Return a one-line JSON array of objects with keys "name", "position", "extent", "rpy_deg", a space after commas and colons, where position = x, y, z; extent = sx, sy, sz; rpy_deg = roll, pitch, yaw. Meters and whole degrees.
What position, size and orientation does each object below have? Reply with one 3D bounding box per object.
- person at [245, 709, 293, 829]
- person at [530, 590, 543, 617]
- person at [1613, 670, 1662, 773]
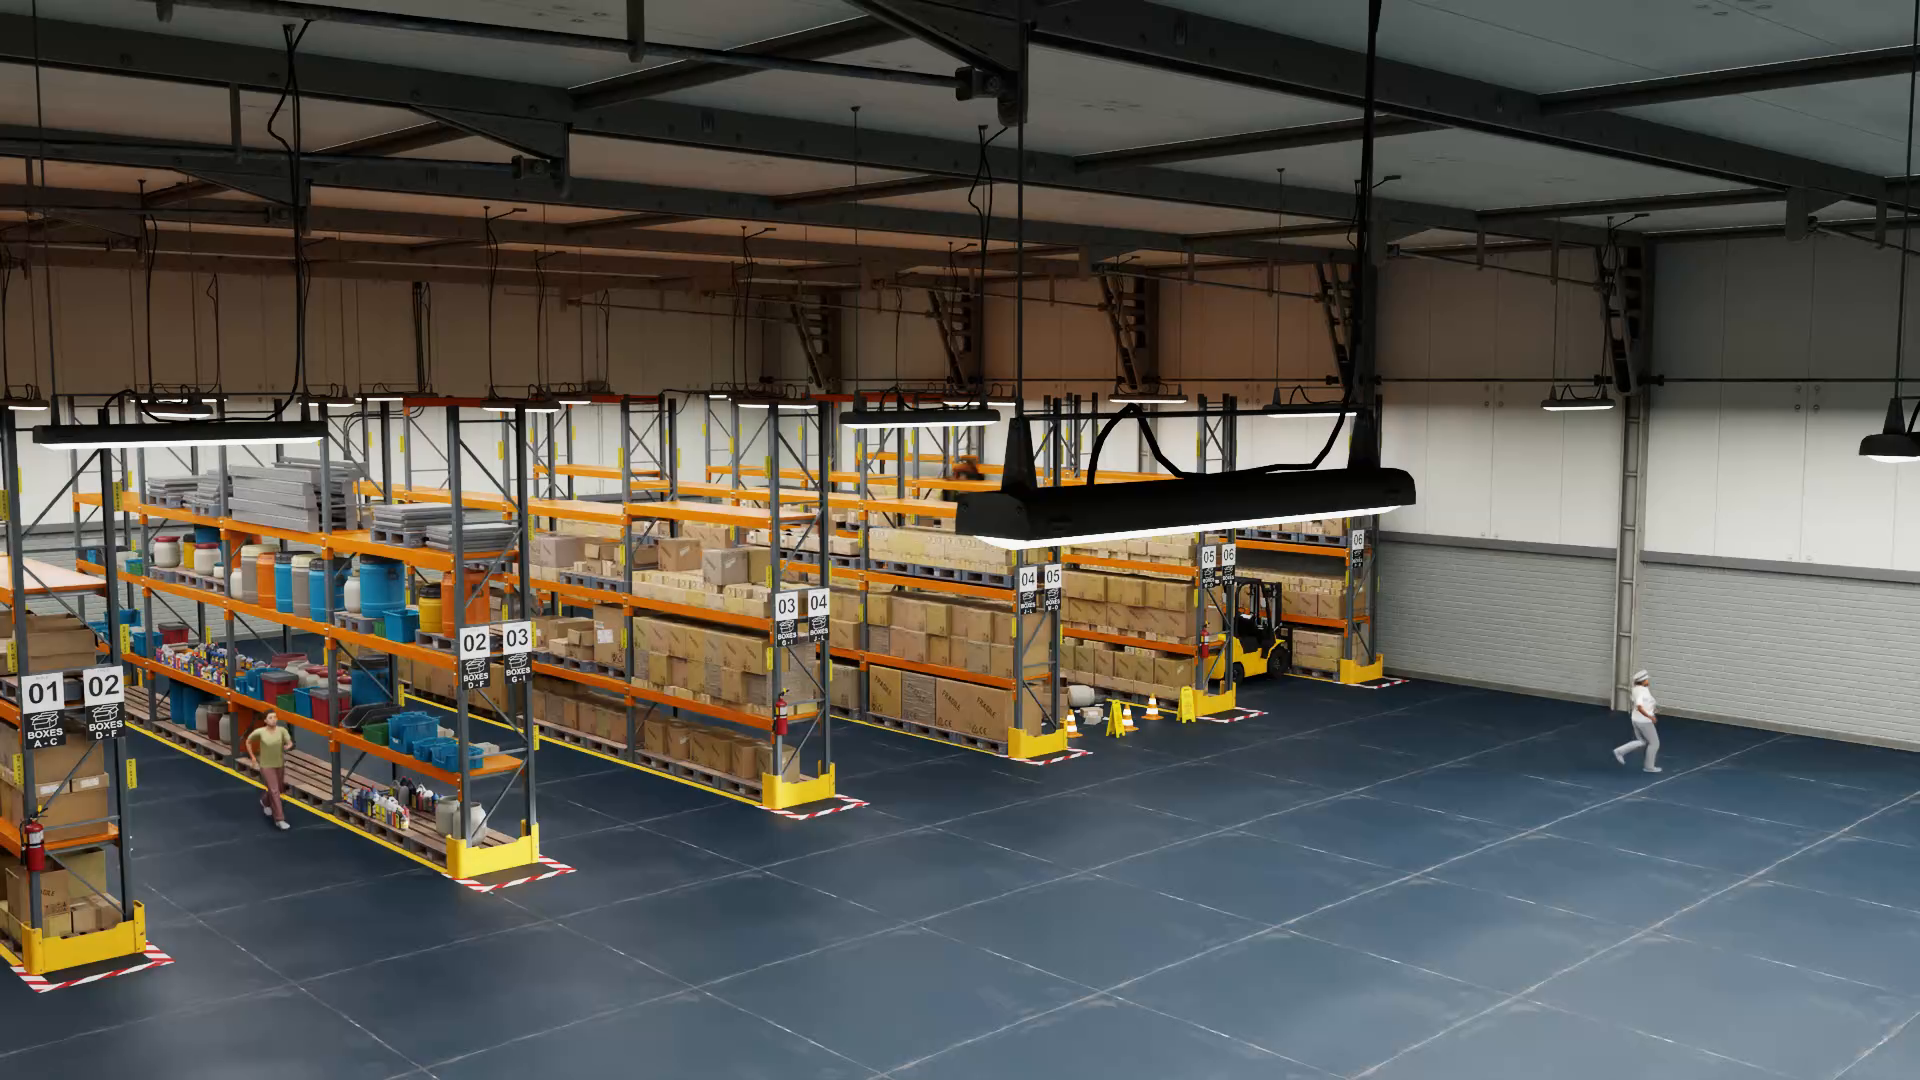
[{"name": "person", "position": [-9.745, 3.202, 23.541], "extent": [0.576, 1.652, 0.947], "rpy_deg": [-5, 8, -45]}, {"name": "person", "position": [-9.620, 1.914, 37.212], "extent": [0.603, 1.647, 0.828], "rpy_deg": [-4, 7, -36]}, {"name": "person", "position": [10.962, 2.920, 26.792], "extent": [0.739, 1.648, 0.584], "rpy_deg": [0, 6, 3]}]
